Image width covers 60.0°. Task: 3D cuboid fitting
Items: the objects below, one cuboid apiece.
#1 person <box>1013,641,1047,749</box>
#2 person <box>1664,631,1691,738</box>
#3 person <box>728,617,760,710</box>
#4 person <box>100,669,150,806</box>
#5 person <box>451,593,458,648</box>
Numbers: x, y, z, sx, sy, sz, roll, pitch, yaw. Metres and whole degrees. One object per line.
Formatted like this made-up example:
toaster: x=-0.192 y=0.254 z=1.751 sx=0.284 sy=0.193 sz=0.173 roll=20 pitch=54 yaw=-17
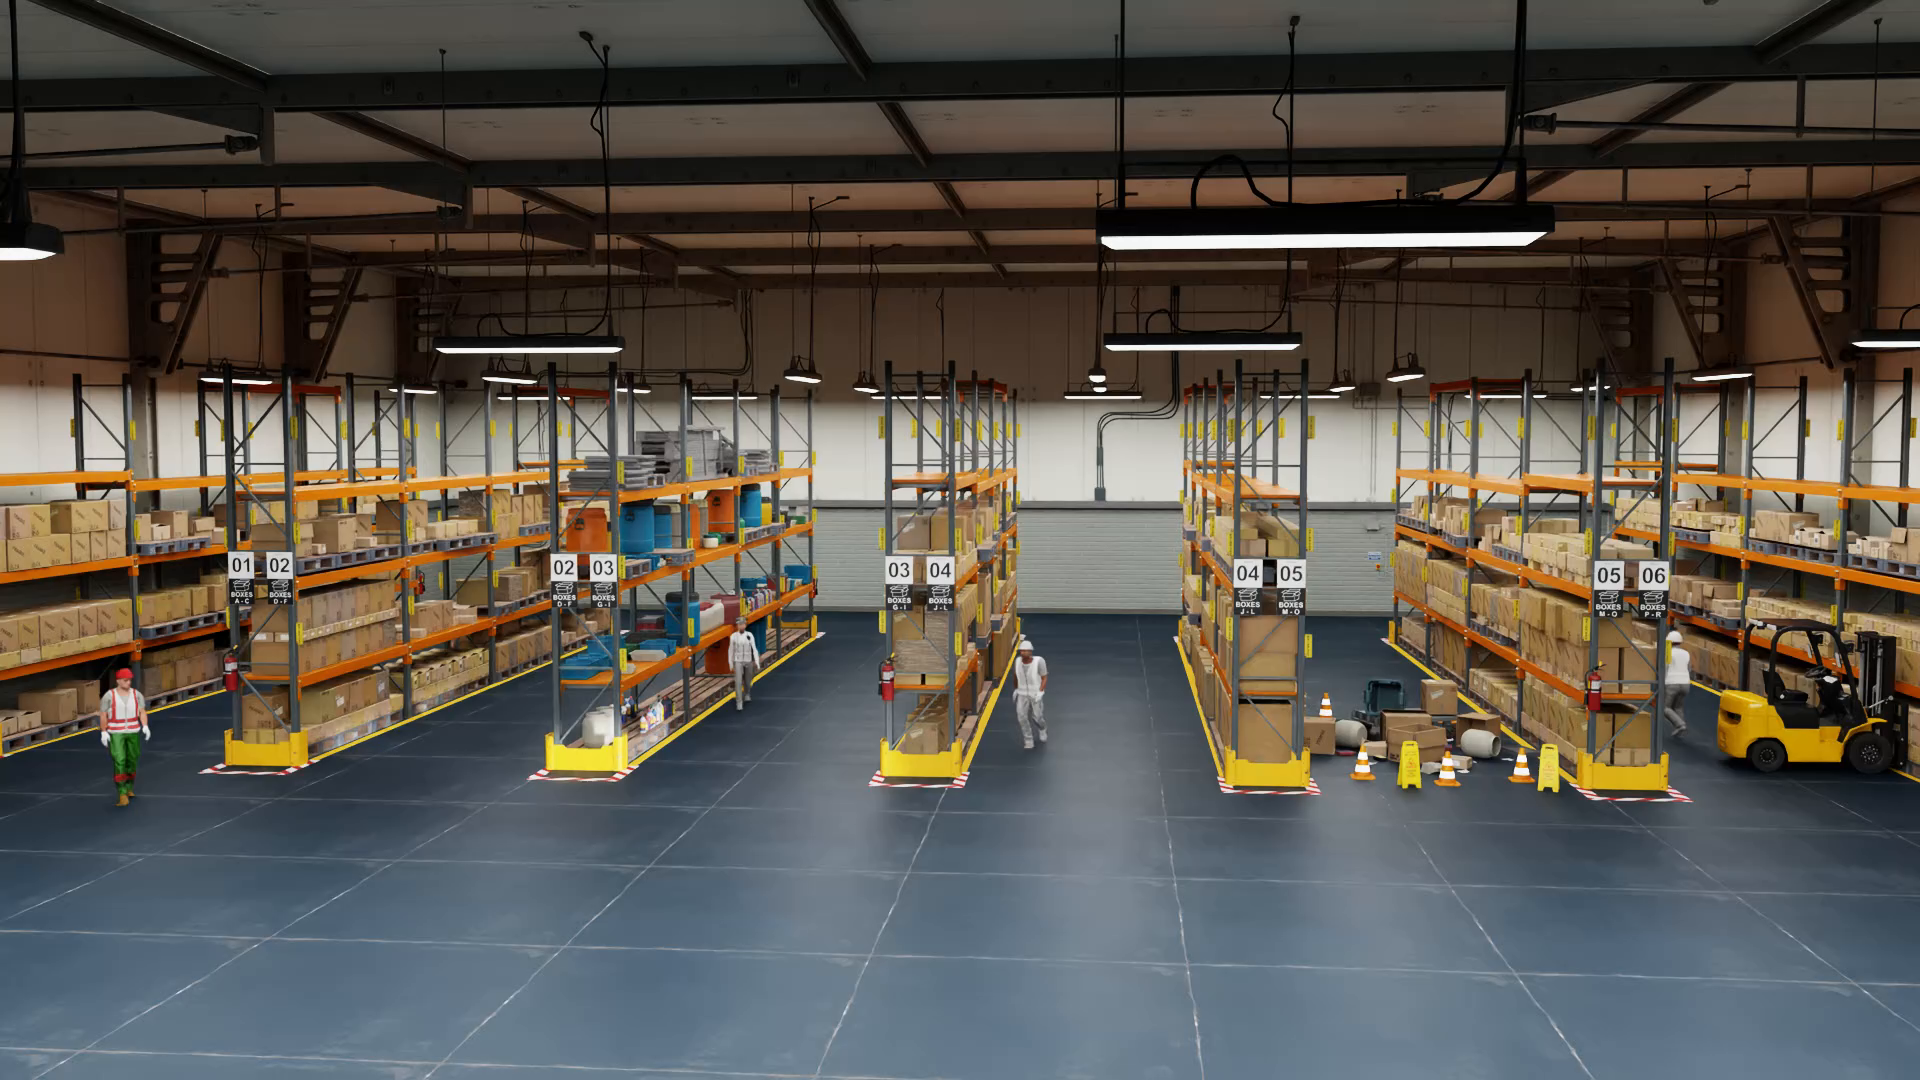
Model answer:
person: x=1.105 y=2.426 z=26.364 sx=0.607 sy=1.696 sz=0.767 roll=1 pitch=4 yaw=19
person: x=11.667 y=2.363 z=27.059 sx=0.600 sy=1.728 sz=0.663 roll=-1 pitch=4 yaw=-11
person: x=-3.904 y=2.187 z=29.976 sx=0.556 sy=1.638 sz=1.004 roll=-1 pitch=4 yaw=-10
person: x=-11.259 y=2.647 z=22.490 sx=0.559 sy=1.790 sz=0.789 roll=-3 pitch=5 yaw=-42
person: x=-11.181 y=1.710 z=37.346 sx=0.554 sy=1.628 sz=0.993 roll=1 pitch=4 yaw=14
